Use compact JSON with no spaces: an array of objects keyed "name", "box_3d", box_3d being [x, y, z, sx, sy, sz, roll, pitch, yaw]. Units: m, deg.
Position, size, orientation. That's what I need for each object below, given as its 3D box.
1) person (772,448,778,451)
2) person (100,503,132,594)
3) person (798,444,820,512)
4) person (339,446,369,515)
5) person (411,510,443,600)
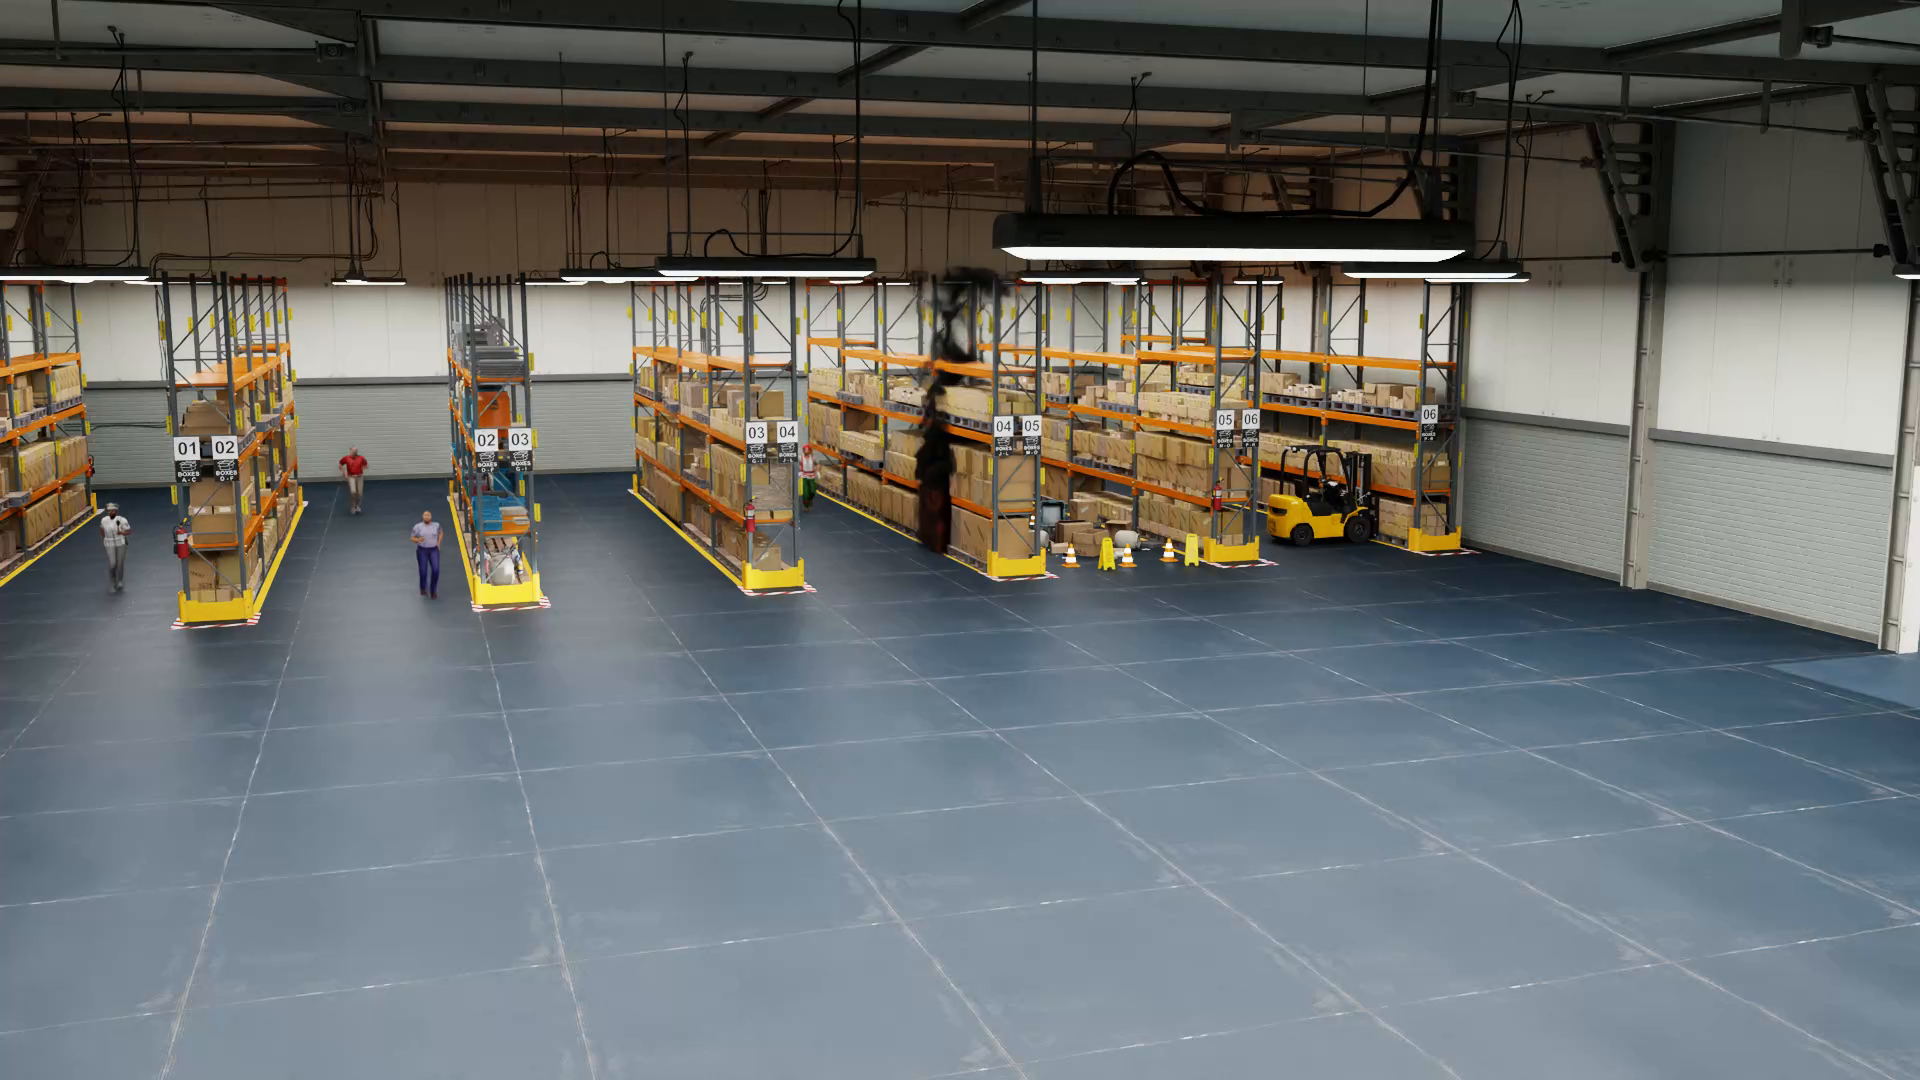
[{"name":"person","box_3d":[-5.176,-2.157,46.675,0.759,1.739,0.837,-4,10,-27]},{"name":"person","box_3d":[-16.009,0.156,31.574,0.546,1.766,0.742,-4,9,-25]},{"name":"person","box_3d":[-3.921,-1.593,42.822,0.708,1.742,0.624,-2,9,-15]},{"name":"person","box_3d":[-15.480,-1.526,42.600,0.675,1.762,0.751,-6,11,-35]},{"name":"person","box_3d":[-9.881,0.284,30.894,0.595,1.709,0.698,-4,9,-23]}]
